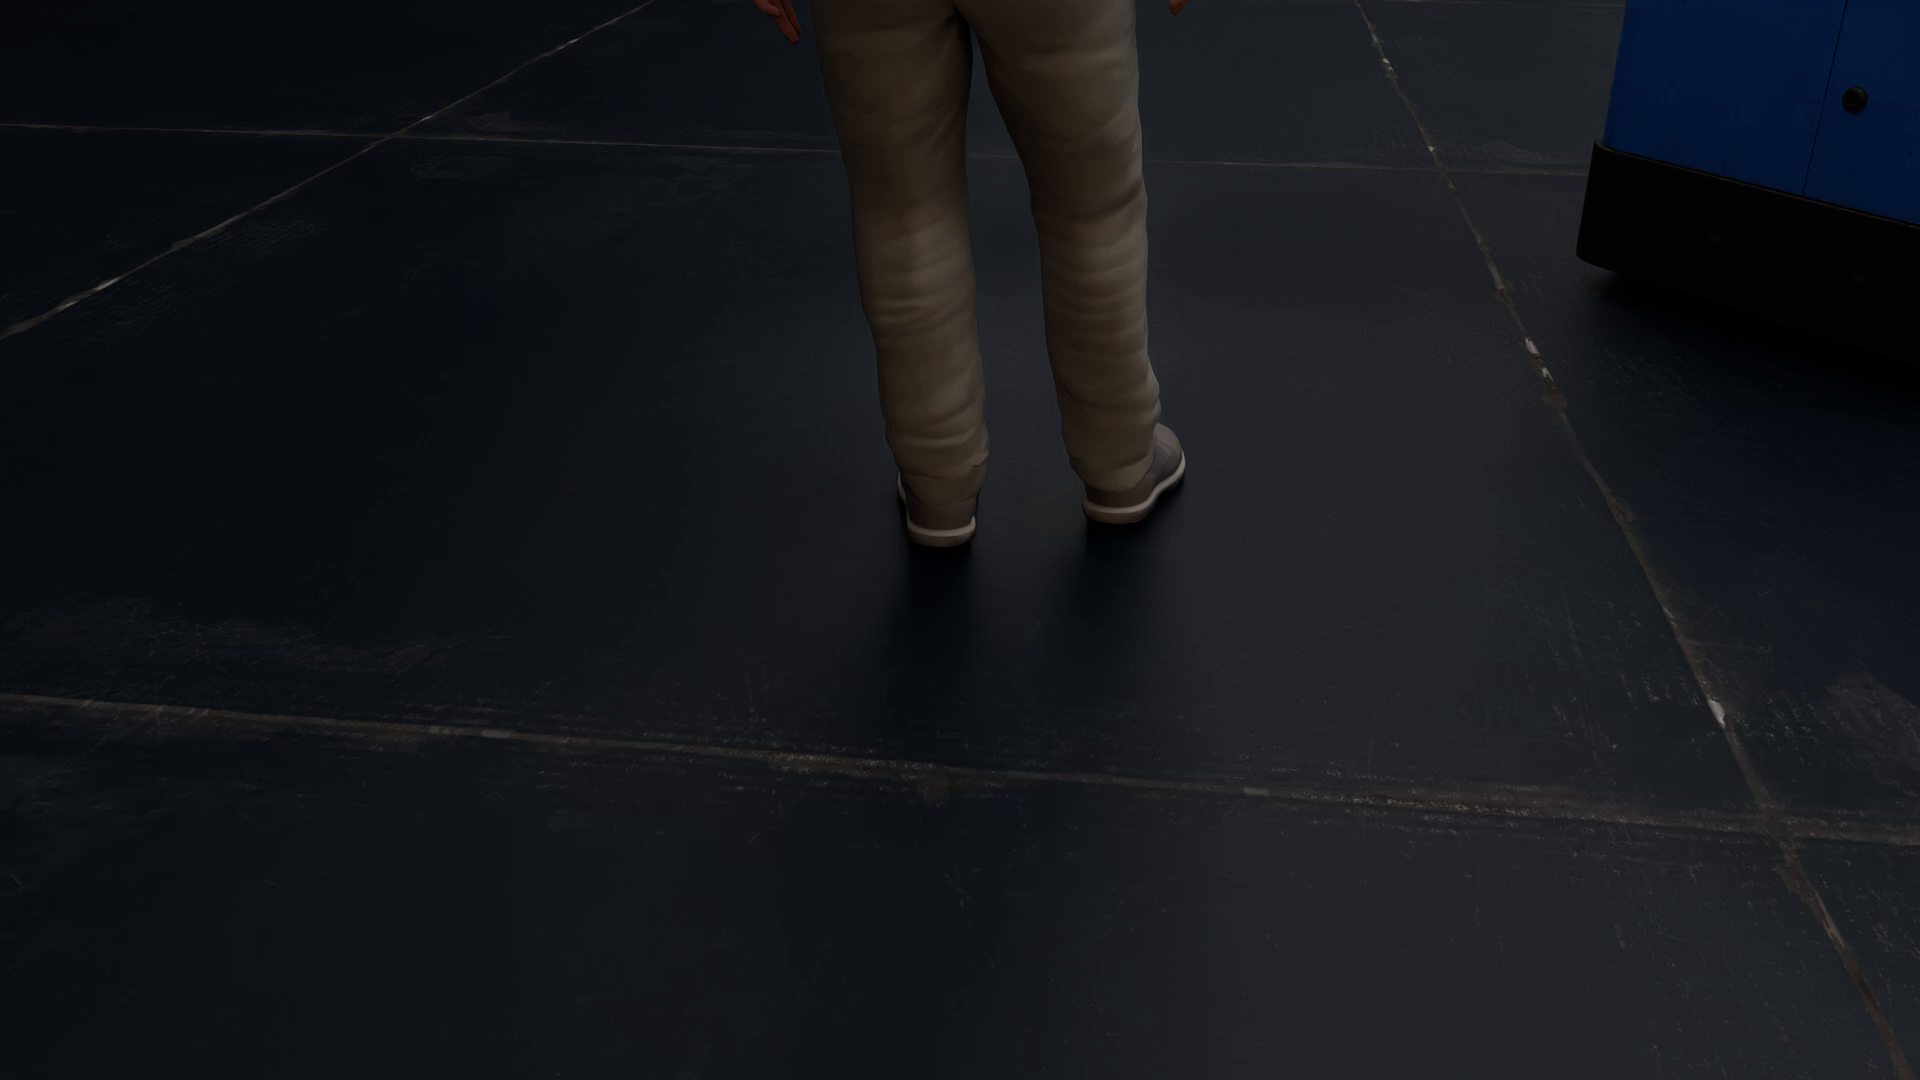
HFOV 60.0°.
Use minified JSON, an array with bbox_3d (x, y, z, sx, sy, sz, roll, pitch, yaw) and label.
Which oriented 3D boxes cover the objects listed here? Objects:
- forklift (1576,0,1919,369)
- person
[{"bbox_3d":[2.848,-2.009,3.244,3.031,2.935,1.130,-15,30,-27],"label":"forklift"},{"bbox_3d":[0.023,-0.837,2.166,0.640,1.781,0.575,3,27,7],"label":"person"}]
